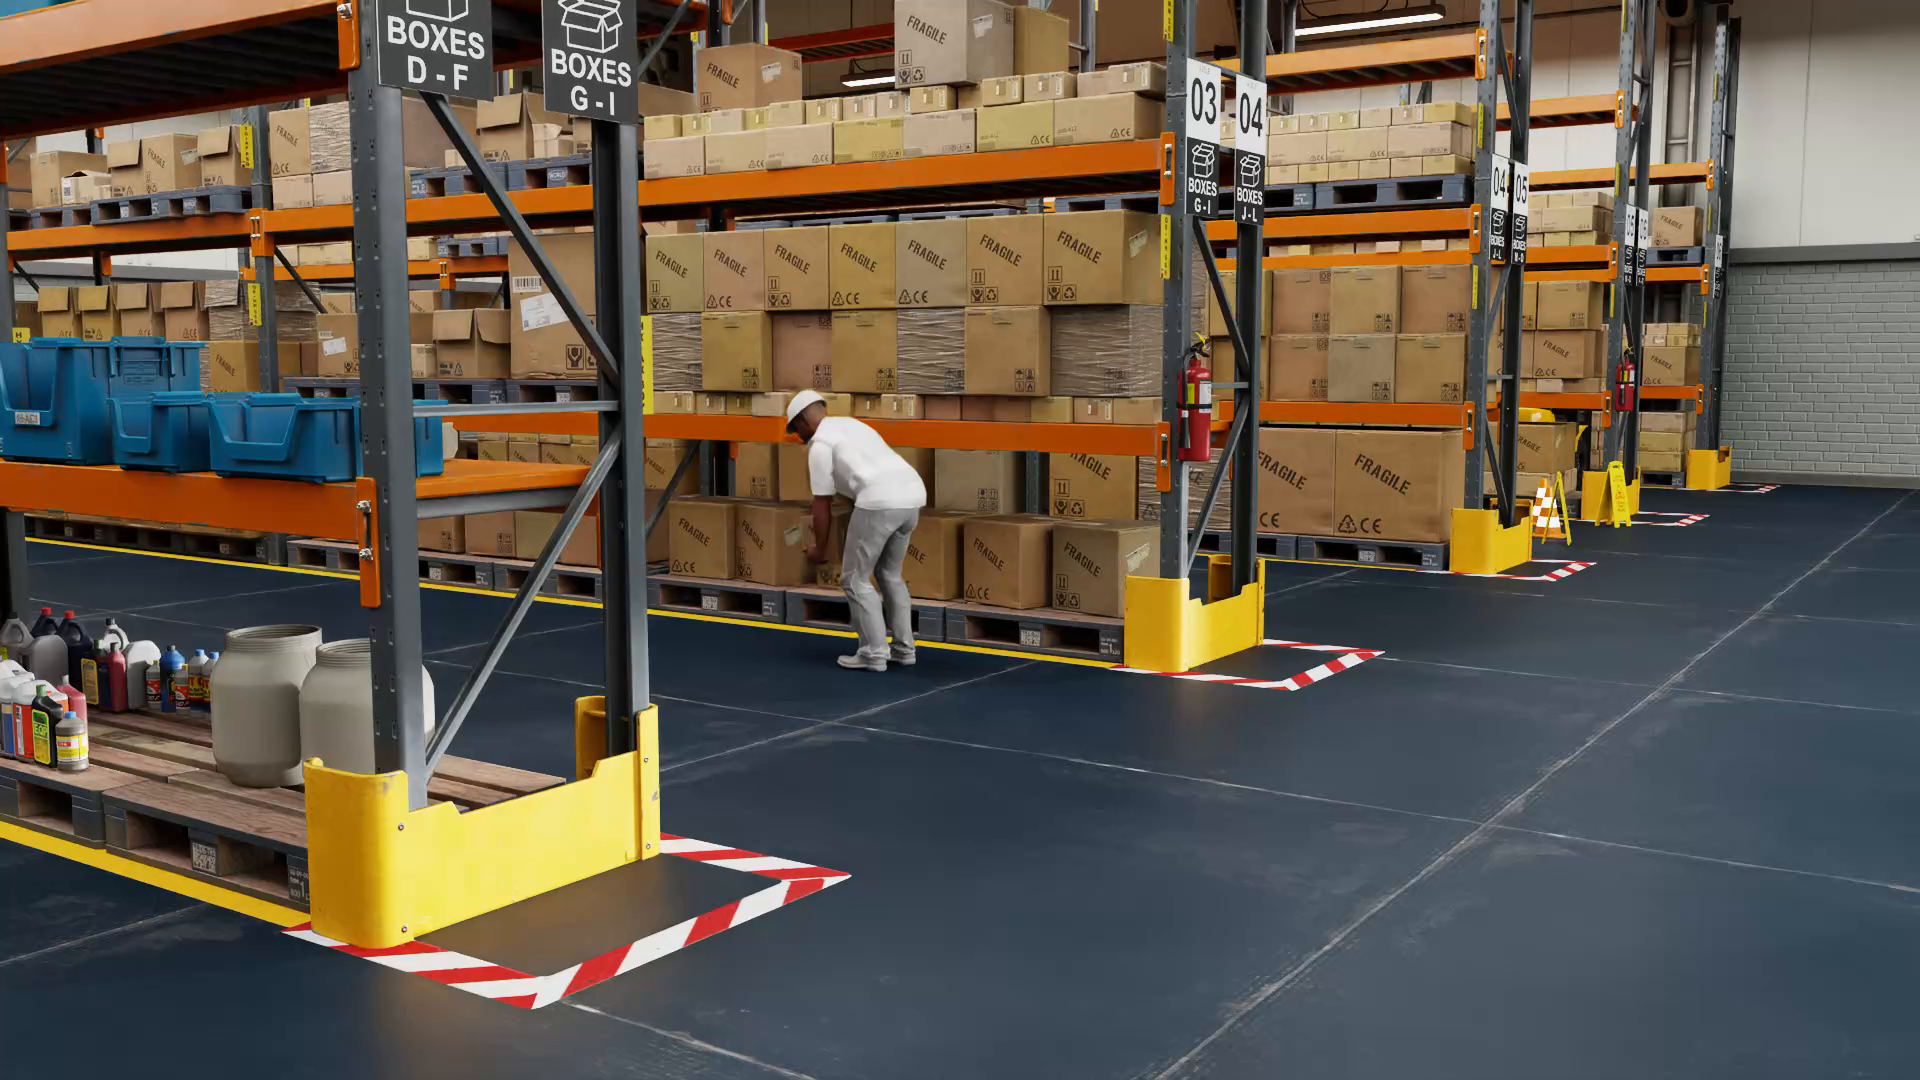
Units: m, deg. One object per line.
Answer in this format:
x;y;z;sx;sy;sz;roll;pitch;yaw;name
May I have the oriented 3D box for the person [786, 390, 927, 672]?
-0.597;-0.069;9.058;0.842;1.490;0.475;5;8;36;person
